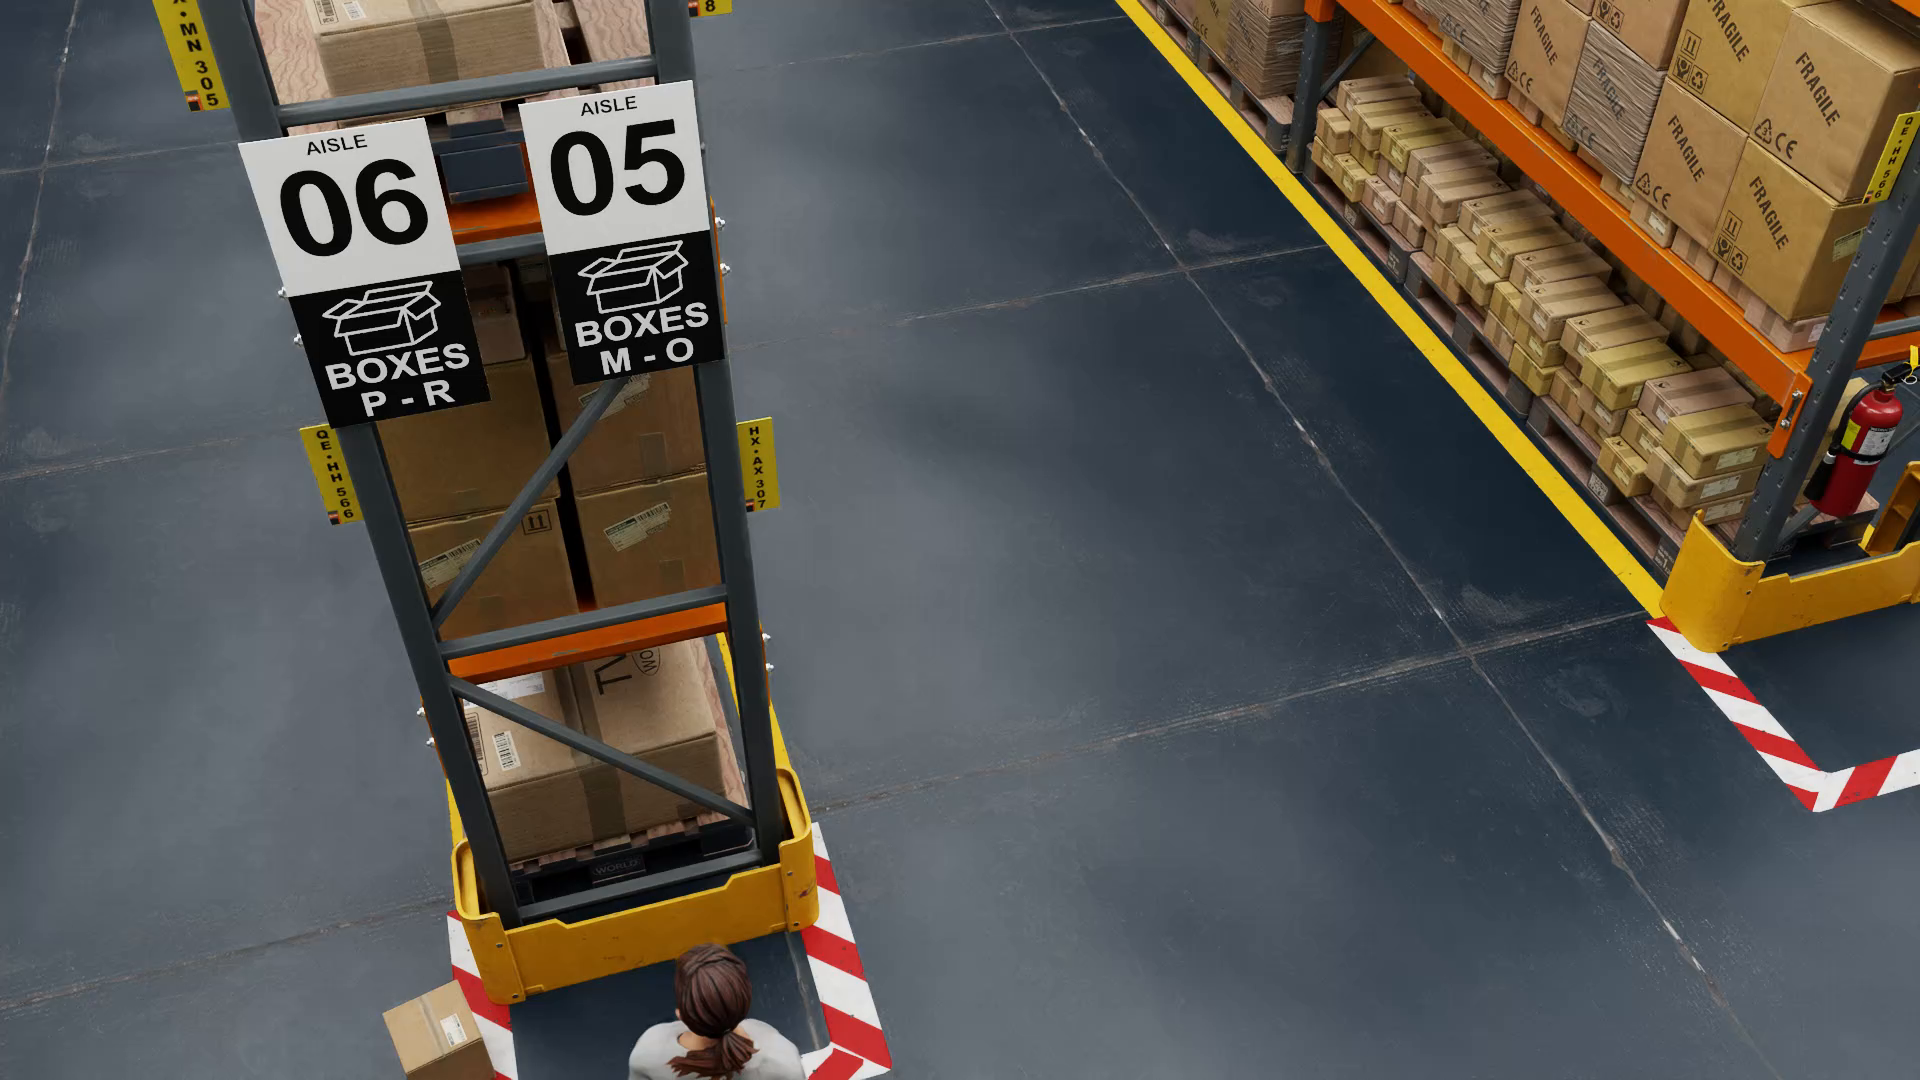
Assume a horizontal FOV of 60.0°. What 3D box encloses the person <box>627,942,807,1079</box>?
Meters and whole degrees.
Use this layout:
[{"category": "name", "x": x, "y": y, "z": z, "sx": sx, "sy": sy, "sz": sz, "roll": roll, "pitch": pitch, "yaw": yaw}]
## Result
[{"category": "person", "x": -0.597, "y": 1.586, "z": 4.400, "sx": 0.465, "sy": 1.683, "sz": 0.385, "roll": 5, "pitch": 43, "yaw": 5}]
